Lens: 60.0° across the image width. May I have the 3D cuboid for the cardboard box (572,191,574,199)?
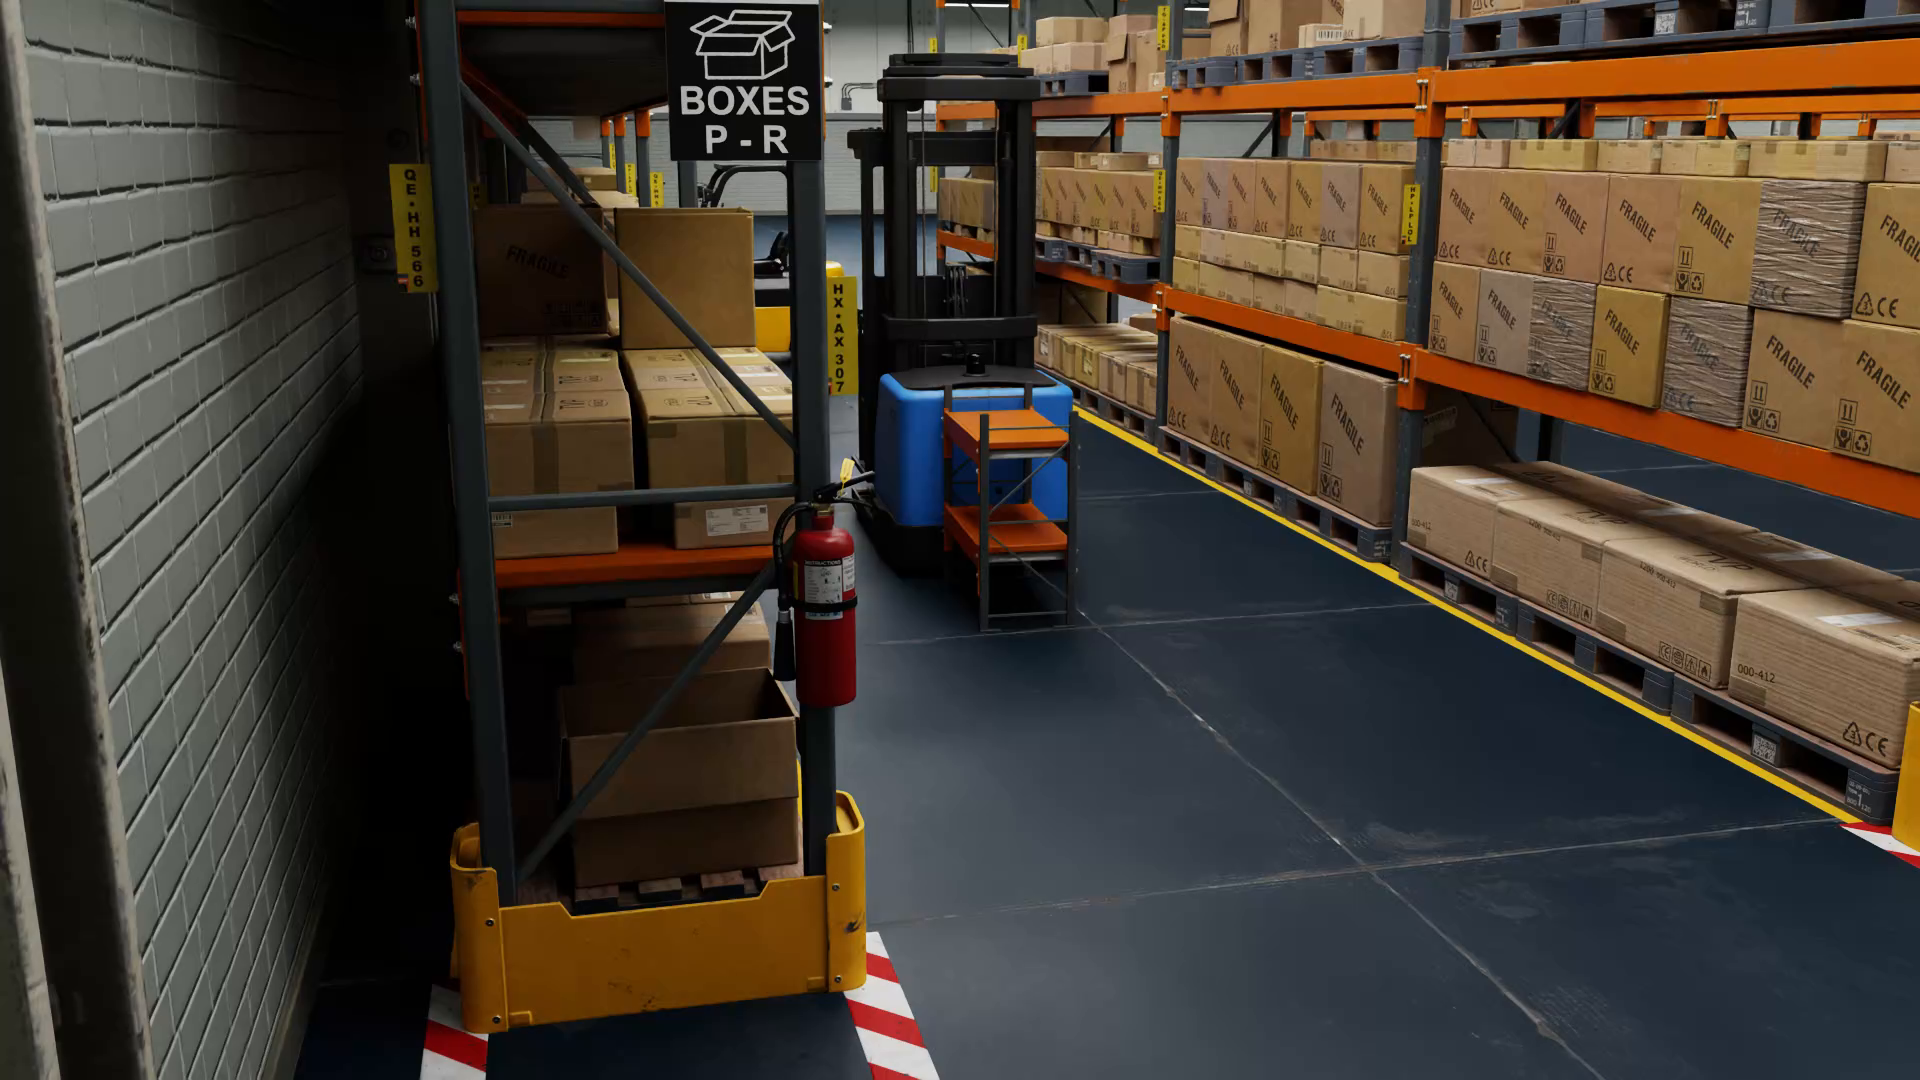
[{"bbox_3d":[-3.967,-3.744,17.854,0.380,0.149,0.250,-3,14,-14],"label":"cardboard box"}]

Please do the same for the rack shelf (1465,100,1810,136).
[{"bbox_3d":[6.404,-4.102,16.093,1.077,0.370,4.000,-3,14,-13],"label":"rack shelf"}]

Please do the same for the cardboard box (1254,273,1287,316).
[{"bbox_3d":[2.331,-1.682,11.305,0.500,0.250,0.500,-3,14,-13],"label":"cardboard box"}]

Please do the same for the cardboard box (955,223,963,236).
[{"bbox_3d":[0.157,-3.683,19.712,0.380,0.149,0.250,-3,14,-12],"label":"cardboard box"}]

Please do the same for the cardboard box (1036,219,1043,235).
[{"bbox_3d":[0.969,-3.093,16.413,0.380,0.149,0.250,-3,14,-12],"label":"cardboard box"}]

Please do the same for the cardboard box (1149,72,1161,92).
[{"bbox_3d":[1.742,-3.687,13.406,0.380,0.149,0.250,-3,14,-13],"label":"cardboard box"}]

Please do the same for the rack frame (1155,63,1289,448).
[{"bbox_3d":[2.086,-2.234,13.250,1.000,3.000,0.127,-3,14,-13],"label":"rack frame"}]

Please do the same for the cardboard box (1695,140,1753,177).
[{"bbox_3d":[3.333,-1.601,6.974,0.380,0.149,0.250,-3,14,-12],"label":"cardboard box"}]

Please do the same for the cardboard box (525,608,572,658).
[{"bbox_3d":[-1.771,0.413,7.538,0.380,0.149,0.250,-3,14,-14],"label":"cardboard box"}]

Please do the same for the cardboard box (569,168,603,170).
[{"bbox_3d":[-4.166,-4.063,18.535,0.380,0.149,0.250,-3,14,-13],"label":"cardboard box"}]

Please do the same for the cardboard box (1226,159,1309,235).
[{"bbox_3d":[2.197,-2.407,11.640,0.500,0.500,0.500,-3,14,-12],"label":"cardboard box"}]

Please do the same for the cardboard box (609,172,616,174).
[{"bbox_3d":[-3.642,-3.656,16.867,0.380,0.149,0.250,-3,14,-12],"label":"cardboard box"}]

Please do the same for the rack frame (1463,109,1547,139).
[{"bbox_3d":[5.935,-3.456,18.252,1.000,3.000,0.127,-3,14,-13],"label":"rack frame"}]

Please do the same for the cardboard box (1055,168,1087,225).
[{"bbox_3d":[1.199,-3.199,15.479,0.500,0.500,0.500,-3,14,-14],"label":"cardboard box"}]

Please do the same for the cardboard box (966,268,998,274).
[{"bbox_3d":[0.371,-2.868,19.176,0.500,0.500,0.500,-3,14,-12],"label":"cardboard box"}]

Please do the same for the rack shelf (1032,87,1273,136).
[{"bbox_3d":[1.616,-3.803,14.868,1.077,0.370,4.000,-3,14,-13],"label":"rack shelf"}]

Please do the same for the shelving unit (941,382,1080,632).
[{"bbox_3d":[0.252,-0.208,8.908,0.538,1.125,1.048,-3,14,-10],"label":"shelving unit"}]

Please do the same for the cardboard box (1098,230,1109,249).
[{"bbox_3d":[1.415,-2.613,14.446,0.380,0.149,0.250,-3,14,-12],"label":"cardboard box"}]

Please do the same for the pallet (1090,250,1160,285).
[{"bbox_3d":[1.815,-2.299,13.921,1.213,0.211,1.003,-3,14,-13],"label":"pallet"}]

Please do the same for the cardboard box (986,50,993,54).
[{"bbox_3d":[0.490,-5.236,18.065,0.380,0.149,0.250,-3,14,-13],"label":"cardboard box"}]

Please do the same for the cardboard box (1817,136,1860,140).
[{"bbox_3d":[10.406,-4.476,19.484,0.500,0.500,0.500,-3,14,-13],"label":"cardboard box"}]

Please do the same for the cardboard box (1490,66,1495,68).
[{"bbox_3d":[6.117,-5.206,18.529,0.380,0.149,0.250,-3,14,-13],"label":"cardboard box"}]

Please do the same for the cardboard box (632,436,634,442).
[{"bbox_3d":[-1.133,-0.495,6.662,0.380,0.149,0.250,-3,14,-13],"label":"cardboard box"}]

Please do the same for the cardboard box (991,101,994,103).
[{"bbox_3d":[0.548,-4.786,17.904,0.380,0.149,0.250,-3,14,-12],"label":"cardboard box"}]

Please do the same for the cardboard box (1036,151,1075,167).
[{"bbox_3d":[0.913,-3.740,16.328,0.380,0.149,0.250,-3,14,-13],"label":"cardboard box"}]

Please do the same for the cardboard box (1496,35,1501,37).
[{"bbox_3d":[3.248,-3.042,9.635,0.396,0.266,0.258,-3,14,-14],"label":"cardboard box"}]

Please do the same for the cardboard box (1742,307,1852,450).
[{"bbox_3d":[3.491,-0.650,6.556,0.500,0.500,0.500,-4,14,-14],"label":"cardboard box"}]

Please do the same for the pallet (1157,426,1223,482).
[{"bbox_3d":[2.198,-0.693,12.819,1.003,0.211,1.213,-3,14,-13],"label":"pallet"}]

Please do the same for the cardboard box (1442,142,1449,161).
[{"bbox_3d":[5.881,-4.140,18.462,0.875,0.550,0.550,-3,14,-13],"label":"cardboard box"}]

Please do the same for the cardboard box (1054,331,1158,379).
[{"bbox_3d":[1.445,-1.797,16.116,0.950,0.372,0.625,-2,14,-10],"label":"cardboard box"}]

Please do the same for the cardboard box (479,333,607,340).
[{"bbox_3d":[-1.701,-0.741,6.830,0.500,0.250,0.500,-3,14,-12],"label":"cardboard box"}]

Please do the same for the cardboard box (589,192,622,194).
[{"bbox_3d":[-3.303,-3.118,15.291,0.380,0.149,0.250,-3,14,-14],"label":"cardboard box"}]

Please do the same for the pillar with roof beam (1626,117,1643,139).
[{"bbox_3d":[15.469,-13.558,46.960,9.100,9.000,0.548,-3,14,-13],"label":"pillar with roof beam"}]

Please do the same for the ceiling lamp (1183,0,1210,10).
[{"bbox_3d":[7.195,-16.440,46.459,2.000,3.185,0.800,-3,14,-13],"label":"ceiling lamp"}]

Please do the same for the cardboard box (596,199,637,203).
[{"bbox_3d":[-2.840,-2.707,13.610,0.380,0.149,0.250,-3,14,-12],"label":"cardboard box"}]

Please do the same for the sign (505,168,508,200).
[{"bbox_3d":[-3.277,-2.487,11.847,0.100,0.325,0.005,-3,14,-13],"label":"sign"}]

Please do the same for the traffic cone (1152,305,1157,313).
[{"bbox_3d":[2.561,-2.960,21.568,0.336,0.463,0.334,-3,14,-13],"label":"traffic cone"}]

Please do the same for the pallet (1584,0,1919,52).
[{"bbox_3d":[3.491,-2.255,7.203,1.003,0.211,1.213,-3,14,-13],"label":"pallet"}]

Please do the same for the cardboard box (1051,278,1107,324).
[{"bbox_3d":[1.271,-2.540,17.833,0.500,0.500,0.500,-3,14,-11],"label":"cardboard box"}]

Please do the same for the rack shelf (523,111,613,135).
[{"bbox_3d":[-4.147,-4.448,17.509,1.077,0.370,4.000,-3,14,-13],"label":"rack shelf"}]

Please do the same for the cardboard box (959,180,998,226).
[{"bbox_3d":[0.295,-3.911,19.277,0.500,0.500,0.500,-4,14,-14],"label":"cardboard box"}]

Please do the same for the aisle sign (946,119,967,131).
[{"bbox_3d":[-0.109,-5.339,20.483,0.394,0.787,0.004,-3,14,-13],"label":"aisle sign"}]

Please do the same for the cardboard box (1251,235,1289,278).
[{"bbox_3d":[2.297,-1.920,11.230,0.500,0.250,0.500,-3,14,-12],"label":"cardboard box"}]

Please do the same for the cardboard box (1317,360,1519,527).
[{"bbox_3d":[2.802,-0.621,10.242,0.875,0.875,0.875,-3,14,-11],"label":"cardboard box"}]

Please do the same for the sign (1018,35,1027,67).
[{"bbox_3d":[0.621,-4.833,16.479,0.100,0.325,0.005,-3,14,-13],"label":"sign"}]

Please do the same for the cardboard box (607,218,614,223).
[{"bbox_3d":[-1.816,-1.530,9.272,0.700,0.500,0.500,-3,14,-13],"label":"cardboard box"}]

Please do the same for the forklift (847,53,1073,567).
[{"bbox_3d":[-0.117,-1.570,10.677,1.130,2.935,3.031,-3,14,-10],"label":"forklift"}]

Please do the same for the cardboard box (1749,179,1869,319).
[{"bbox_3d":[3.469,-1.139,6.453,0.500,0.500,0.500,-3,14,-13],"label":"cardboard box"}]

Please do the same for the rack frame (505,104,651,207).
[{"bbox_3d":[-2.738,-1.956,12.114,1.000,3.000,0.127,-3,14,-13],"label":"rack frame"}]

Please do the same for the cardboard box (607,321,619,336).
[{"bbox_3d":[-1.205,-0.771,6.951,0.500,0.250,0.500,-3,14,-14],"label":"cardboard box"}]

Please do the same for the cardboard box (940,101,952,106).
[{"bbox_3d":[-0.030,-5.320,20.090,0.380,0.149,0.250,-3,14,-13],"label":"cardboard box"}]

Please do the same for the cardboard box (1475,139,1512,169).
[{"bbox_3d":[2.923,-2.015,8.670,0.380,0.149,0.250,-3,14,-12],"label":"cardboard box"}]
